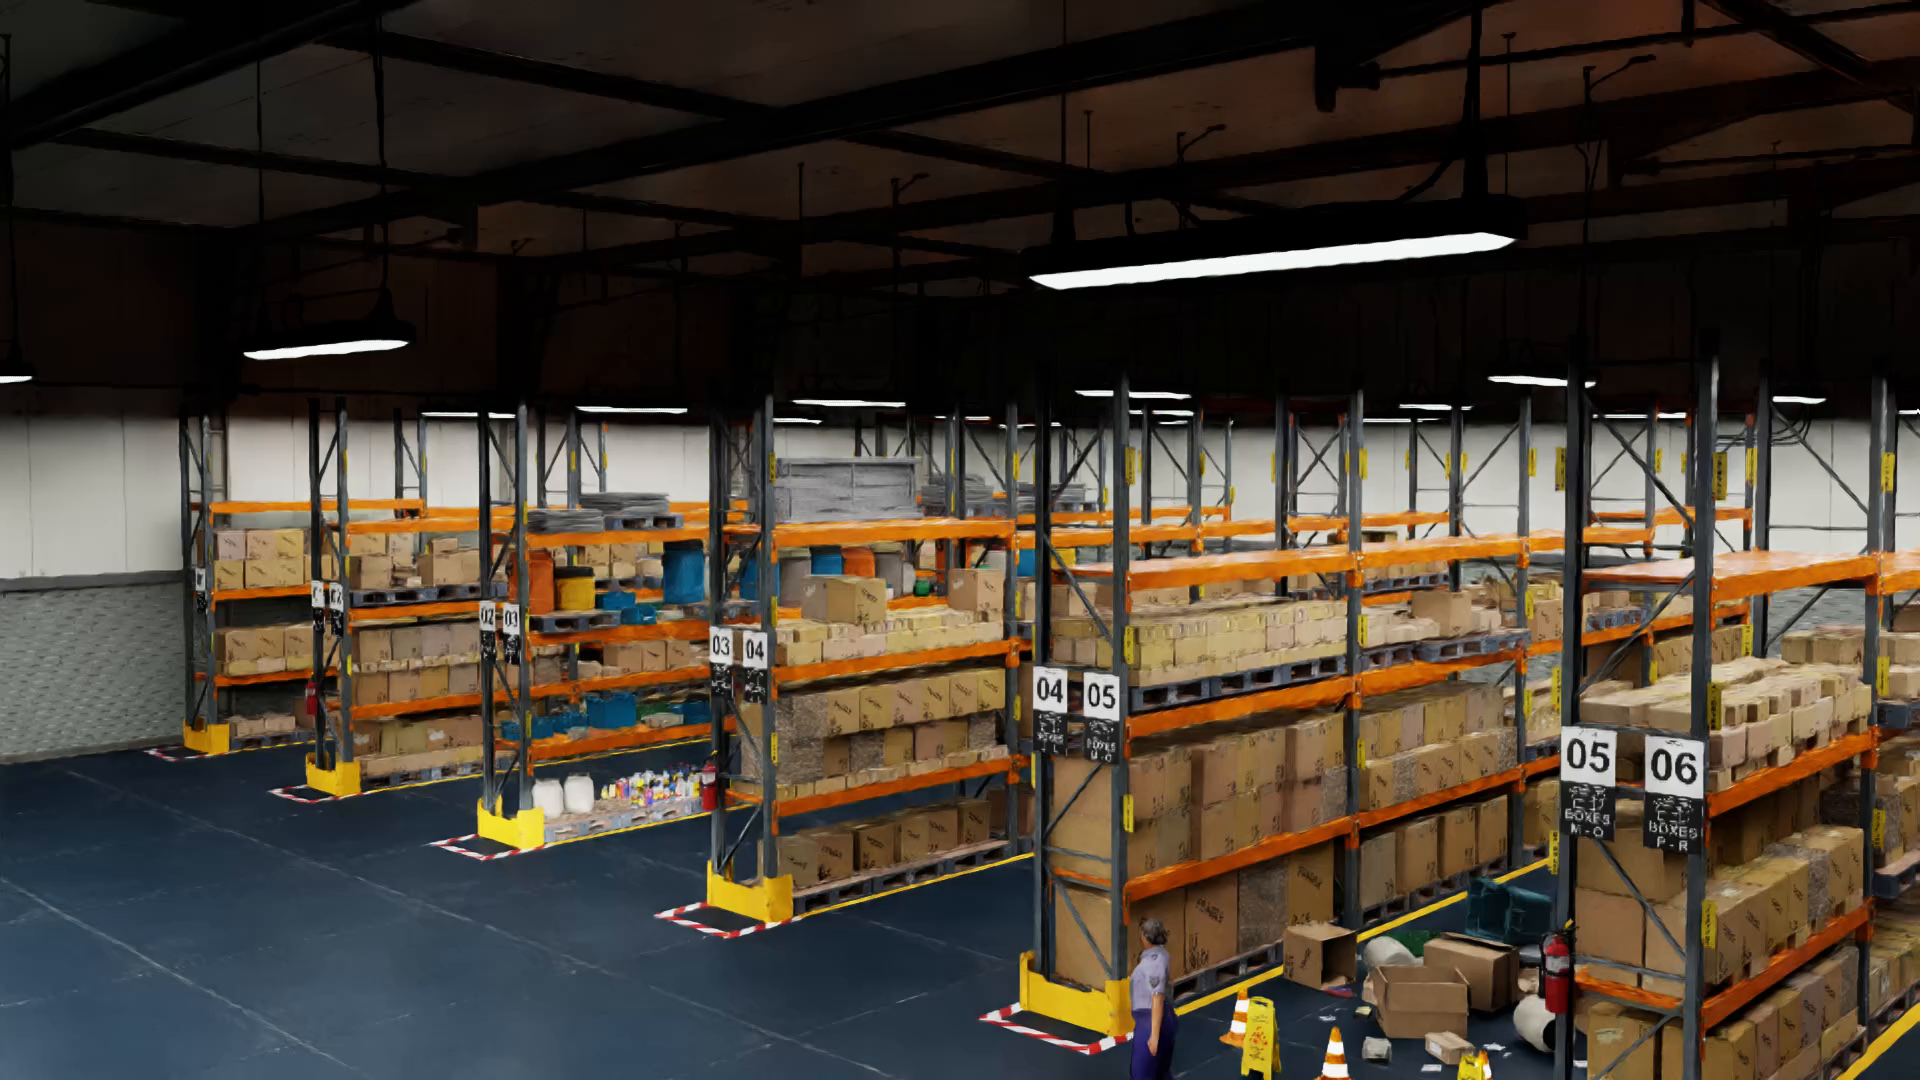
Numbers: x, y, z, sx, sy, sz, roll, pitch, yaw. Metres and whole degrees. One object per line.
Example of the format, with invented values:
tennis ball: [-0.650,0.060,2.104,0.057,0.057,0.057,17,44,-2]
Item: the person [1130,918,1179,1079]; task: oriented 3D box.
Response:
person: [1.474,3.675,12.500,0.408,1.641,0.602,1,3,14]
